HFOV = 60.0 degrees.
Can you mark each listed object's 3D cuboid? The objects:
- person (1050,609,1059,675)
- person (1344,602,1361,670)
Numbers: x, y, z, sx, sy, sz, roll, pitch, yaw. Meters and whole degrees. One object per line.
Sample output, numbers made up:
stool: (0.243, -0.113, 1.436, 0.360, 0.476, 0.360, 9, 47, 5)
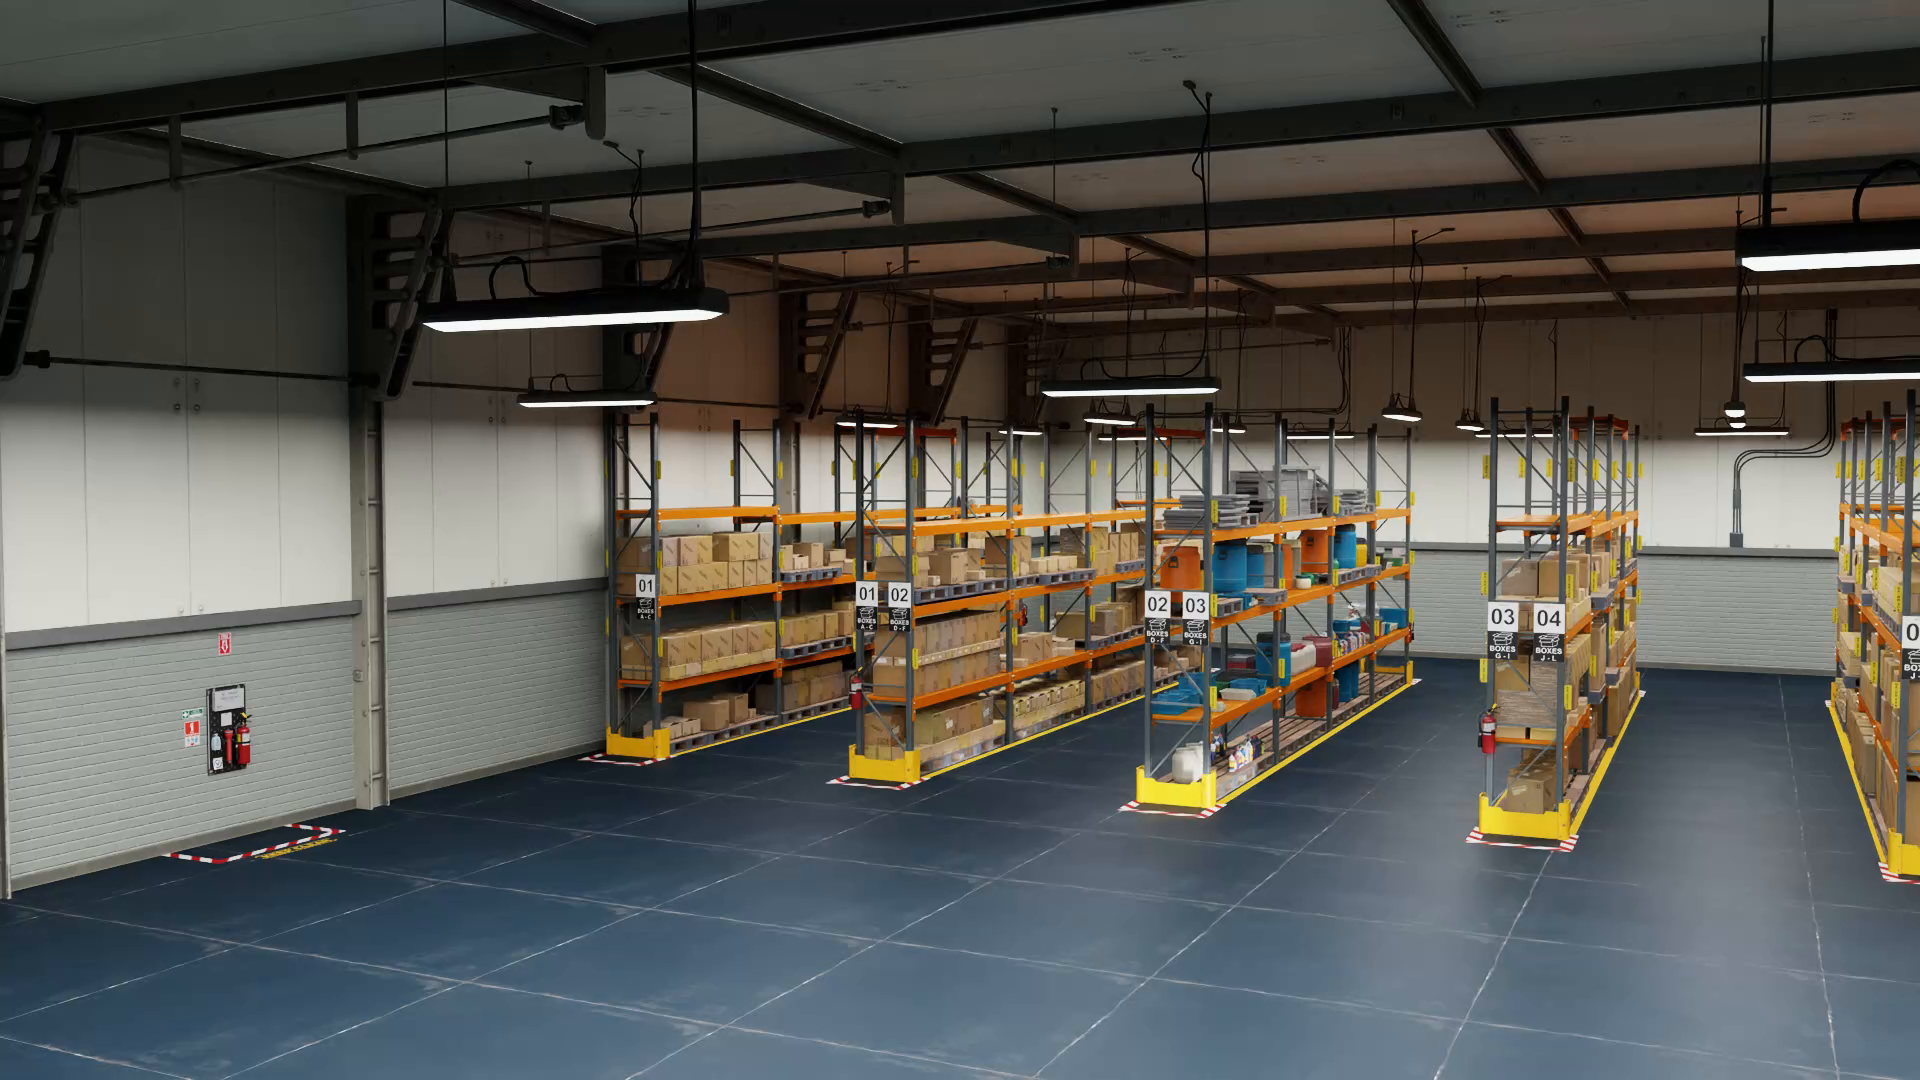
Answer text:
person: (2.348, 2.515, 40.682, 0.313, 1.647, 0.479, 2, 3, 44)
person: (9.567, 2.404, 40.624, 0.543, 1.766, 0.577, 2, 3, 44)
